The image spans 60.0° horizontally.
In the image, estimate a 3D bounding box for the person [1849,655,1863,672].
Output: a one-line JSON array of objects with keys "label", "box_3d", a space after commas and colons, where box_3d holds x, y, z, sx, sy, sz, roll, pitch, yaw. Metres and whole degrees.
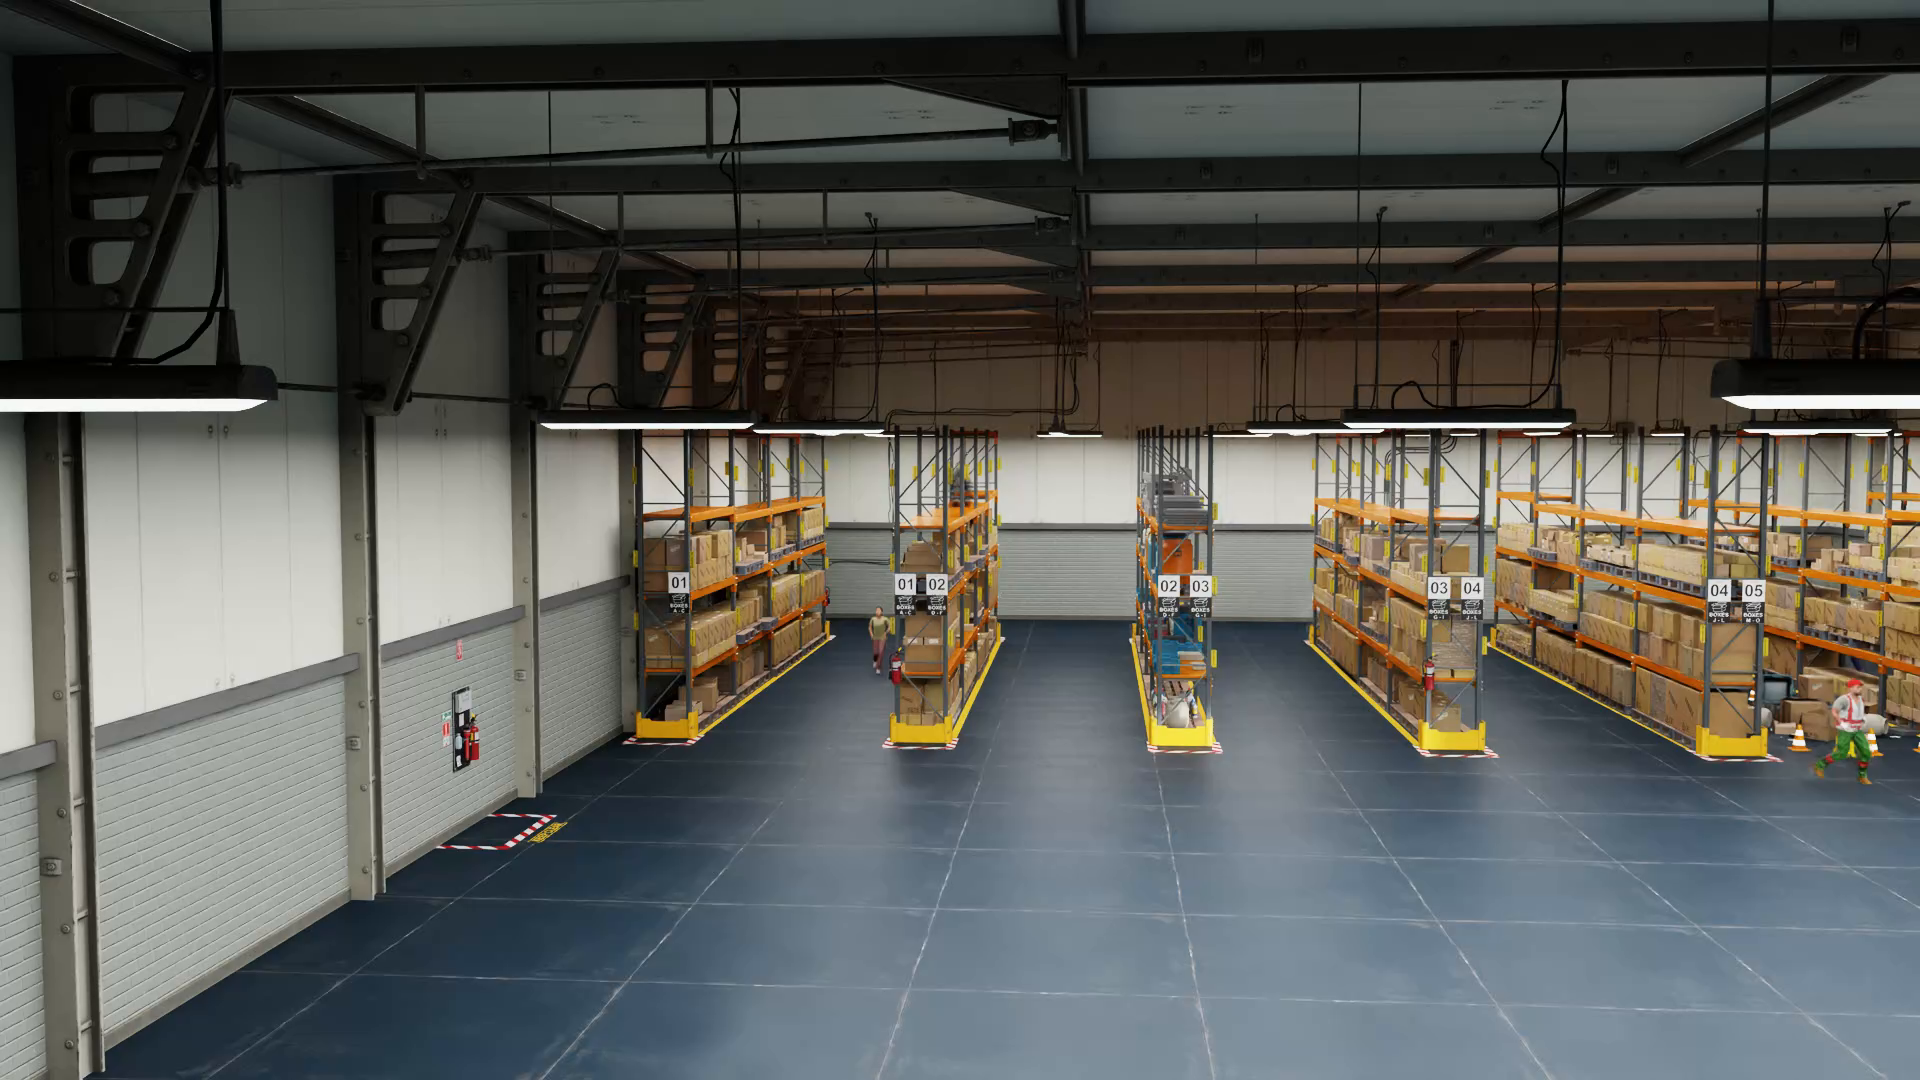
[{"label": "person", "box_3d": [21.244, 2.496, 39.743, 0.598, 1.639, 0.933, 0, 3, -1]}]

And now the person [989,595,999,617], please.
[{"label": "person", "box_3d": [0.799, 1.931, 48.539, 0.682, 1.779, 0.651, 1, 4, 23]}]

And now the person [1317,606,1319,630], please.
[{"label": "person", "box_3d": [10.497, 2.038, 47.734, 0.789, 1.686, 0.600, 1, 4, 20]}]

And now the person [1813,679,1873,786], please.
[{"label": "person", "box_3d": [14.818, 3.195, 27.766, 0.885, 1.777, 0.732, -2, 4, -26]}]

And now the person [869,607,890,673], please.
[{"label": "person", "box_3d": [-1.970, 2.451, 41.004, 0.574, 1.639, 0.583, 0, 3, 3]}]
